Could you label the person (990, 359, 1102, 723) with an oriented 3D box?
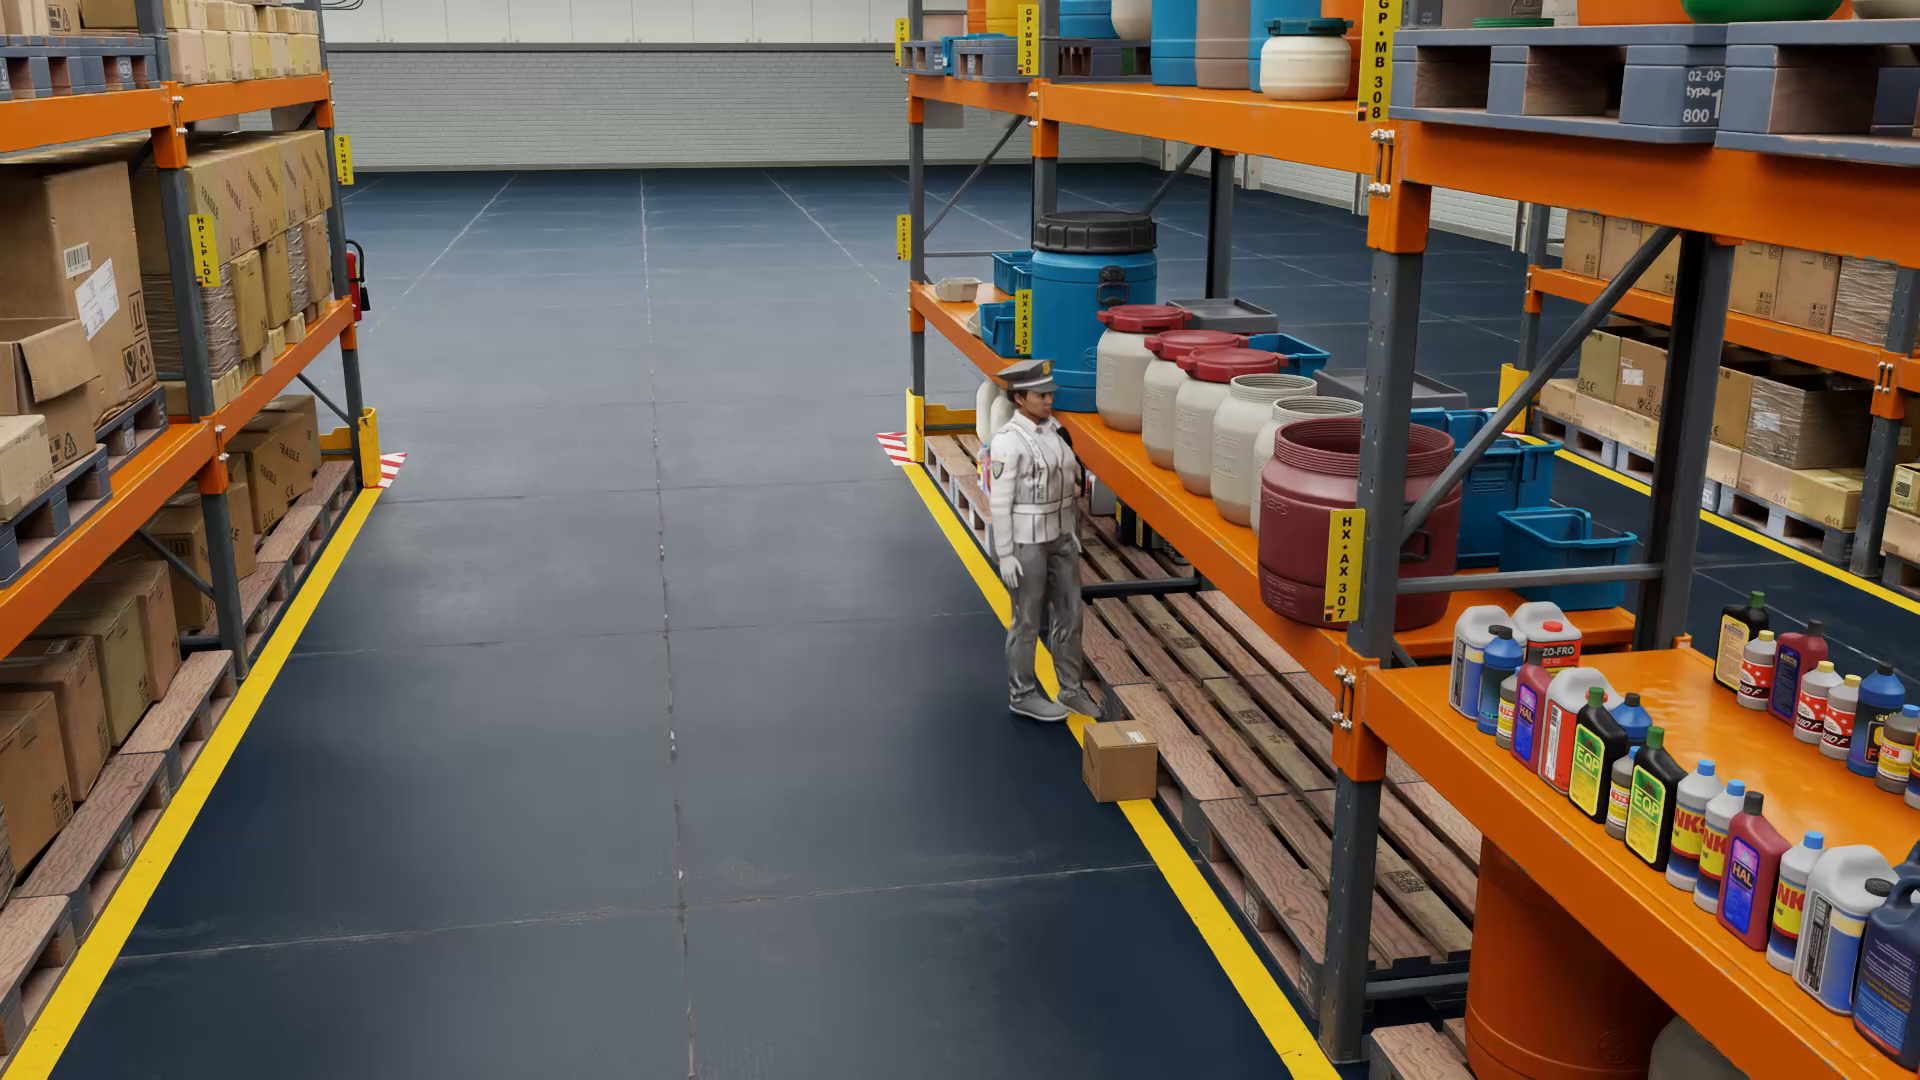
[{"bbox_3d":[0.393,0.043,7.429,0.435,1.732,0.531,13,21,37],"label":"person"}]
